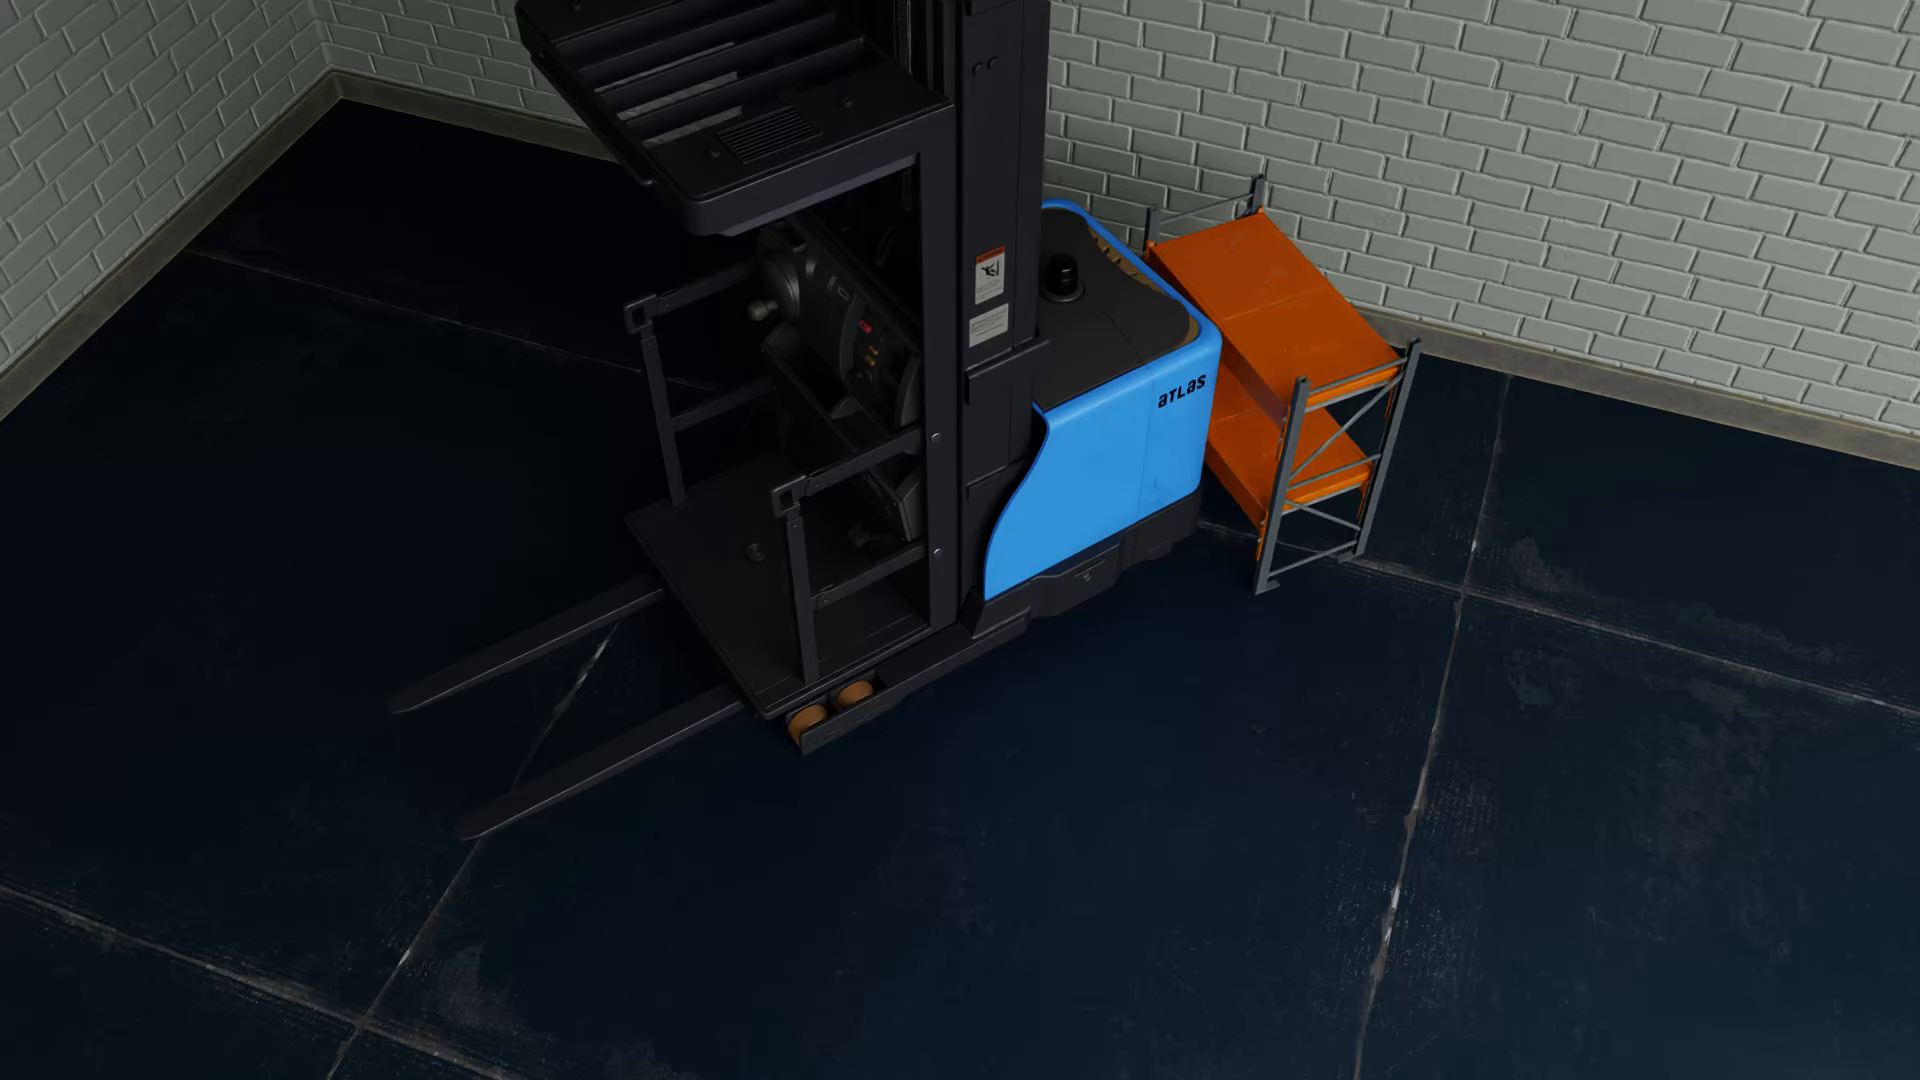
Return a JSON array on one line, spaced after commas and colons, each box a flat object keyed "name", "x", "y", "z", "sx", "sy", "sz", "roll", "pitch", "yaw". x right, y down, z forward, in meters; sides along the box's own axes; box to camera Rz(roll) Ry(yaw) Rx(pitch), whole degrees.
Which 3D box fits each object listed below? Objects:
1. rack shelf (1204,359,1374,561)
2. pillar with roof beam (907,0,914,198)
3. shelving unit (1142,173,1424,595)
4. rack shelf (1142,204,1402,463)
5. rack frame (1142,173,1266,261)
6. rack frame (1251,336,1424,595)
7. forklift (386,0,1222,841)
[{"name": "rack shelf", "x": 1.147, "y": -0.434, "z": 6.571, "sx": 0.538, "sy": 0.278, "sz": 1.000, "roll": -20, "pitch": 52, "yaw": -16}, {"name": "pillar with roof beam", "x": -1.943, "y": -1.320, "z": 1.806, "sx": 0.400, "sy": 9.000, "sz": 9.100, "roll": 16, "pitch": 51, "yaw": 13}, {"name": "shelving unit", "x": 1.147, "y": -0.594, "z": 6.386, "sx": 0.538, "sy": 1.125, "sz": 1.048, "roll": -20, "pitch": 52, "yaw": -16}, {"name": "rack shelf", "x": 1.147, "y": -0.785, "z": 6.165, "sx": 0.538, "sy": 0.278, "sz": 1.000, "roll": -20, "pitch": 52, "yaw": -16}, {"name": "rack frame", "x": 0.930, "y": -0.941, "z": 6.687, "sx": 0.500, "sy": 1.125, "sz": 0.032, "roll": -20, "pitch": 52, "yaw": -16}, {"name": "rack frame", "x": 1.363, "y": -0.246, "z": 6.085, "sx": 0.500, "sy": 1.125, "sz": 0.032, "roll": -20, "pitch": 52, "yaw": -16}, {"name": "forklift", "x": -0.569, "y": -0.668, "z": 5.256, "sx": 3.031, "sy": 2.935, "sz": 1.130, "roll": -27, "pitch": 54, "yaw": -21}]
